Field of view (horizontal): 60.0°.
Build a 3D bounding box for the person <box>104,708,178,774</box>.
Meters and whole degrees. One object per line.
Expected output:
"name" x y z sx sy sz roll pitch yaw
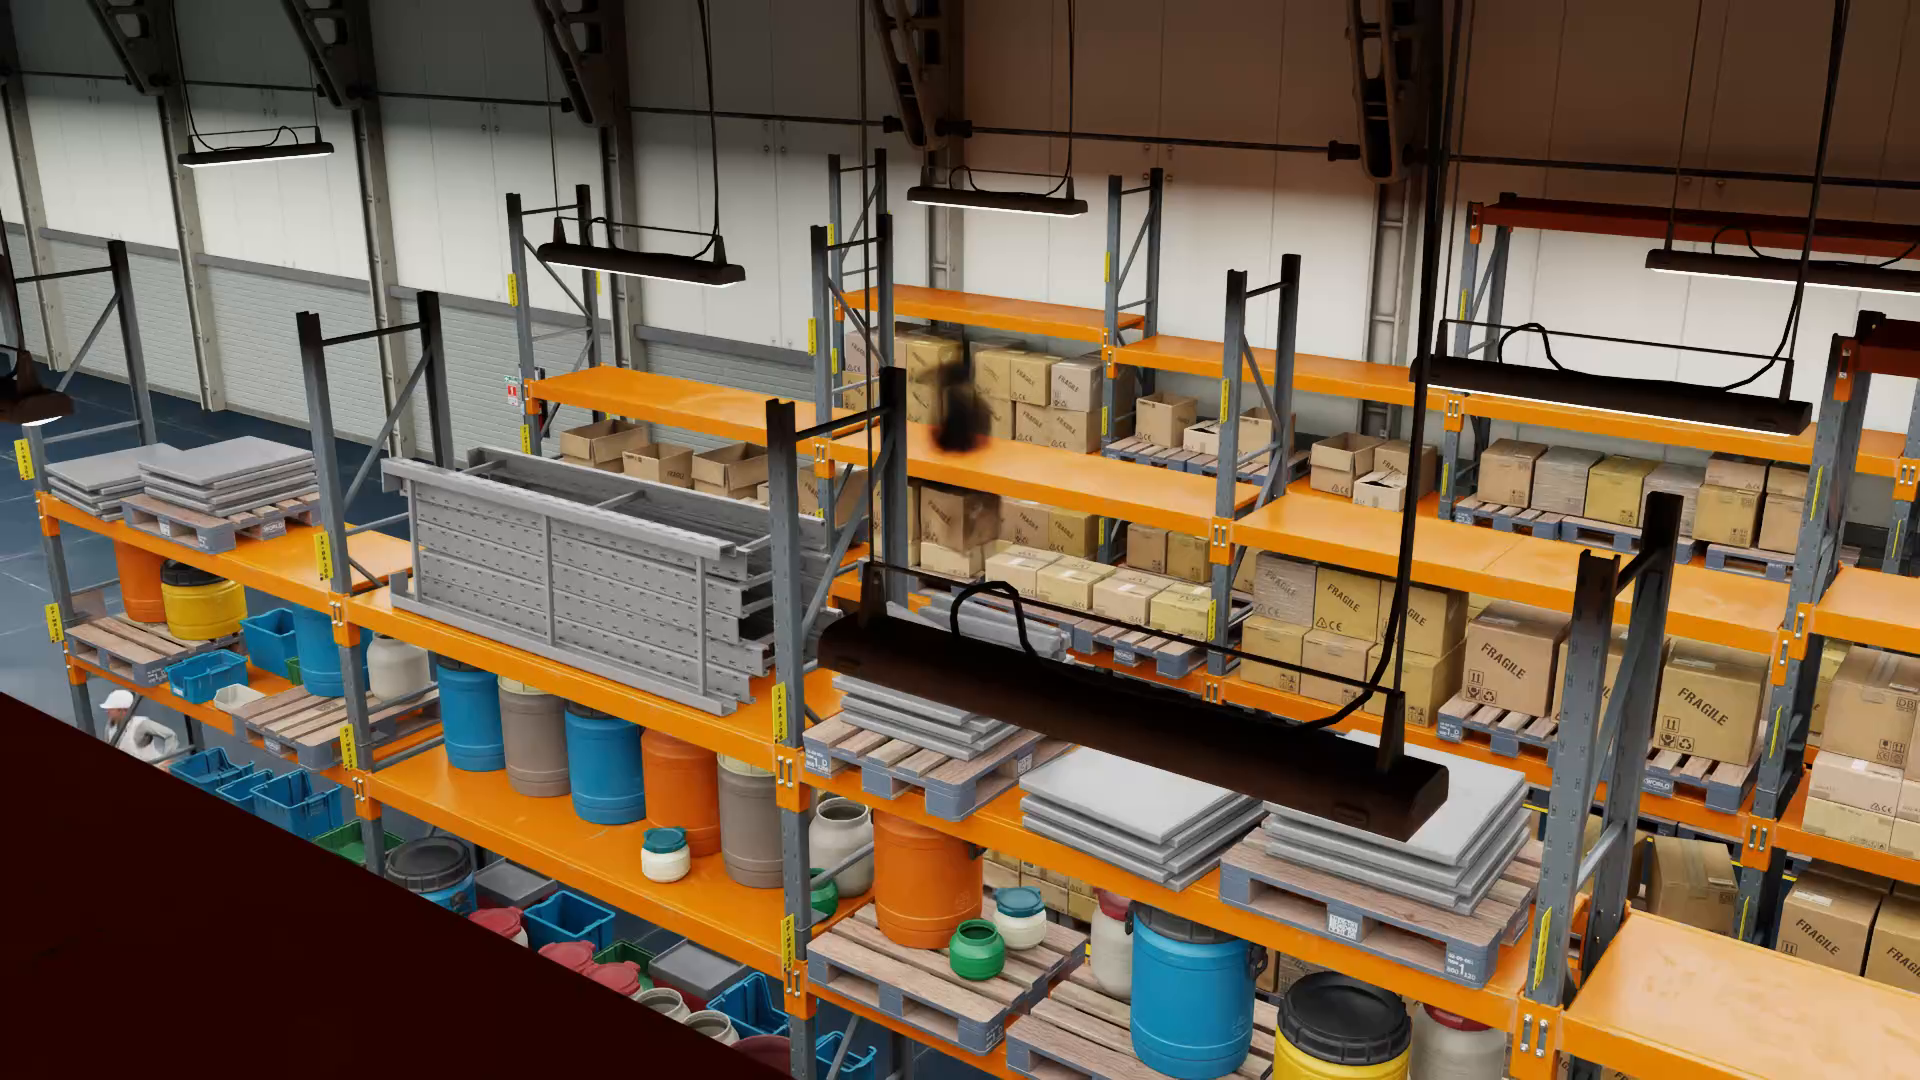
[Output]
"person" -7.697 2.262 15.774 0.699 1.723 0.739 15 24 38
